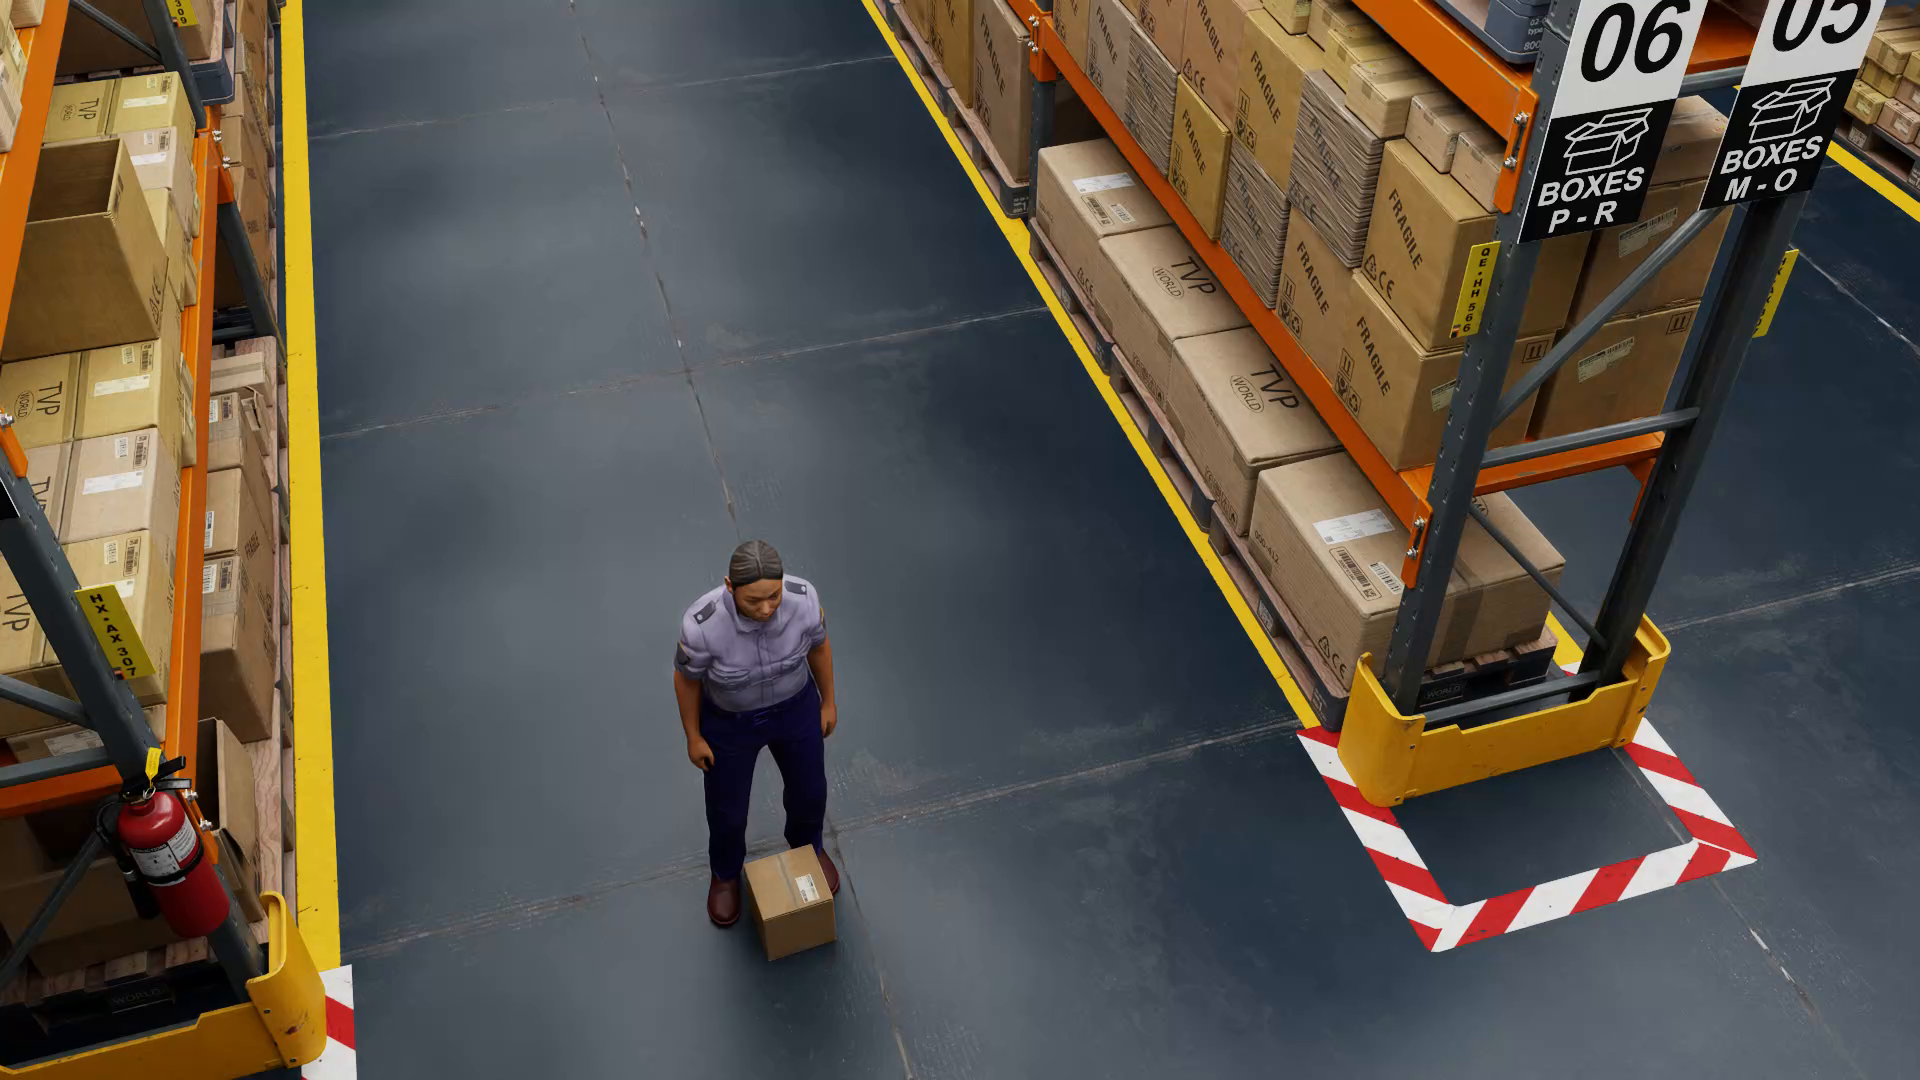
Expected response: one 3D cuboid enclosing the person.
[{"bbox_3d":[-0.671,0.602,5.513,0.555,1.647,0.370,-14,44,-15],"label":"person"}]
